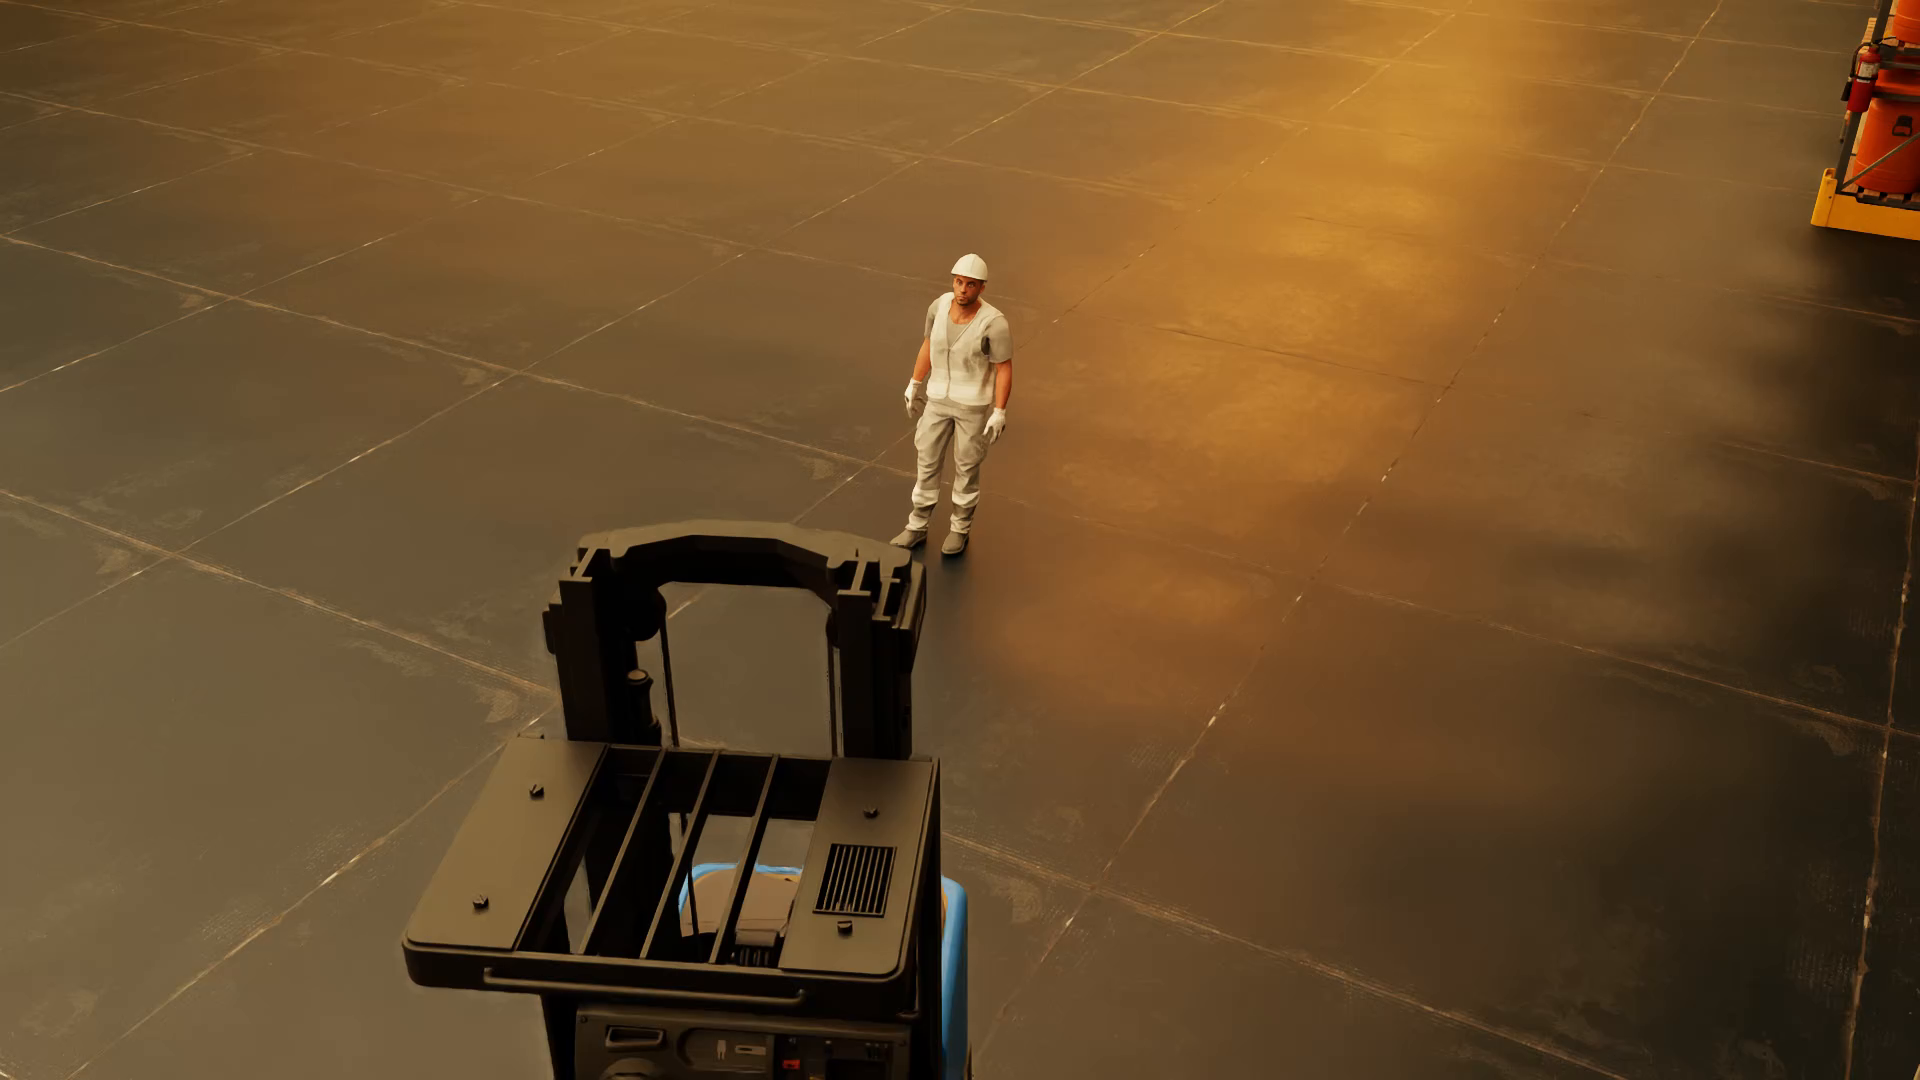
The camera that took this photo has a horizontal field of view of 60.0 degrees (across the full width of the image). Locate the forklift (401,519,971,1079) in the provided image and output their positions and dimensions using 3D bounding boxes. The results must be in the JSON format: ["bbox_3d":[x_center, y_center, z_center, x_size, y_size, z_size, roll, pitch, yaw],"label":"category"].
[{"bbox_3d":[-0.616,1.549,4.387,1.130,2.935,3.031,3,30,5],"label":"forklift"}]

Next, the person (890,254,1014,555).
[{"bbox_3d":[-0.050,-0.749,9.497,0.637,1.787,0.564,15,33,25],"label":"person"}]
